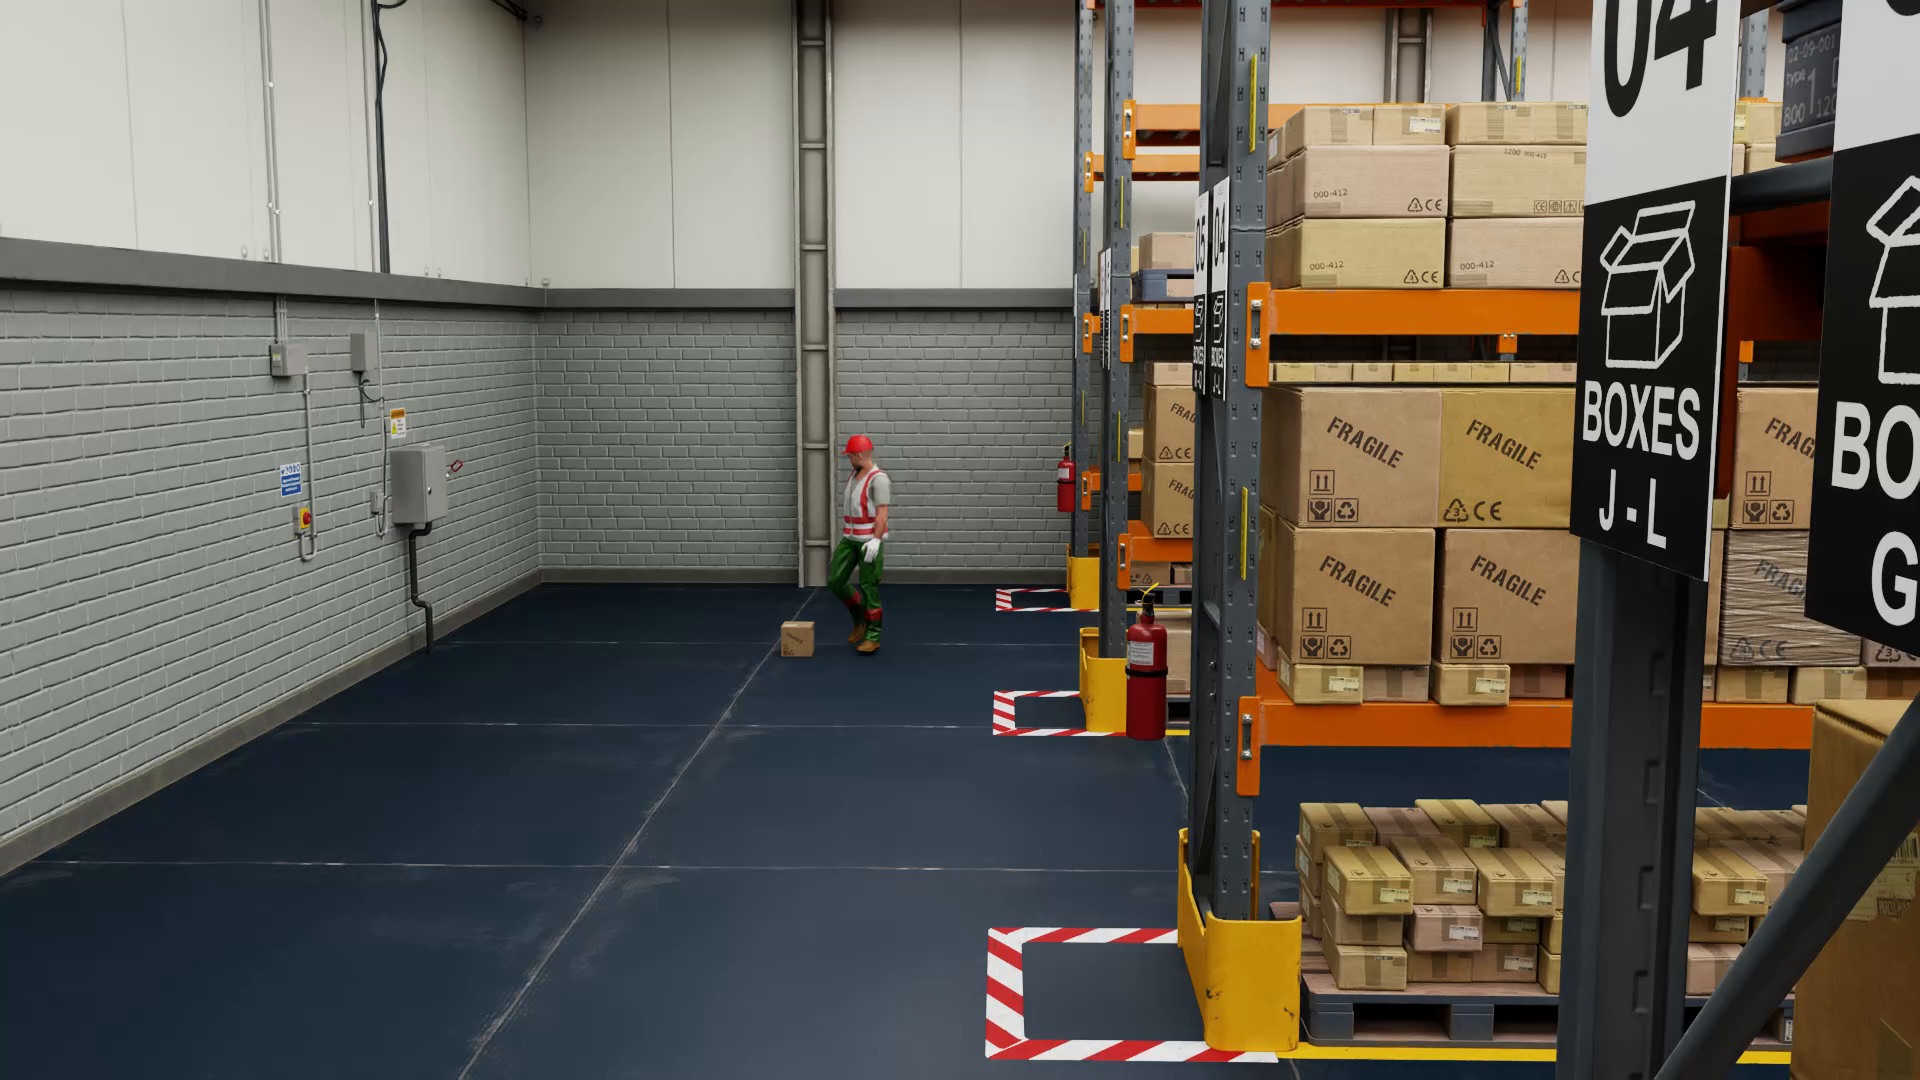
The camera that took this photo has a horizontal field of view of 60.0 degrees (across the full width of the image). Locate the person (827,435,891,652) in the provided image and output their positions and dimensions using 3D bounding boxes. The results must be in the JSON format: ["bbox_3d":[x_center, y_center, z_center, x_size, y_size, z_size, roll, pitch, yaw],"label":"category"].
[{"bbox_3d":[-0.798,0.023,13.799,0.458,1.783,0.619,-7,10,-44],"label":"person"}]
